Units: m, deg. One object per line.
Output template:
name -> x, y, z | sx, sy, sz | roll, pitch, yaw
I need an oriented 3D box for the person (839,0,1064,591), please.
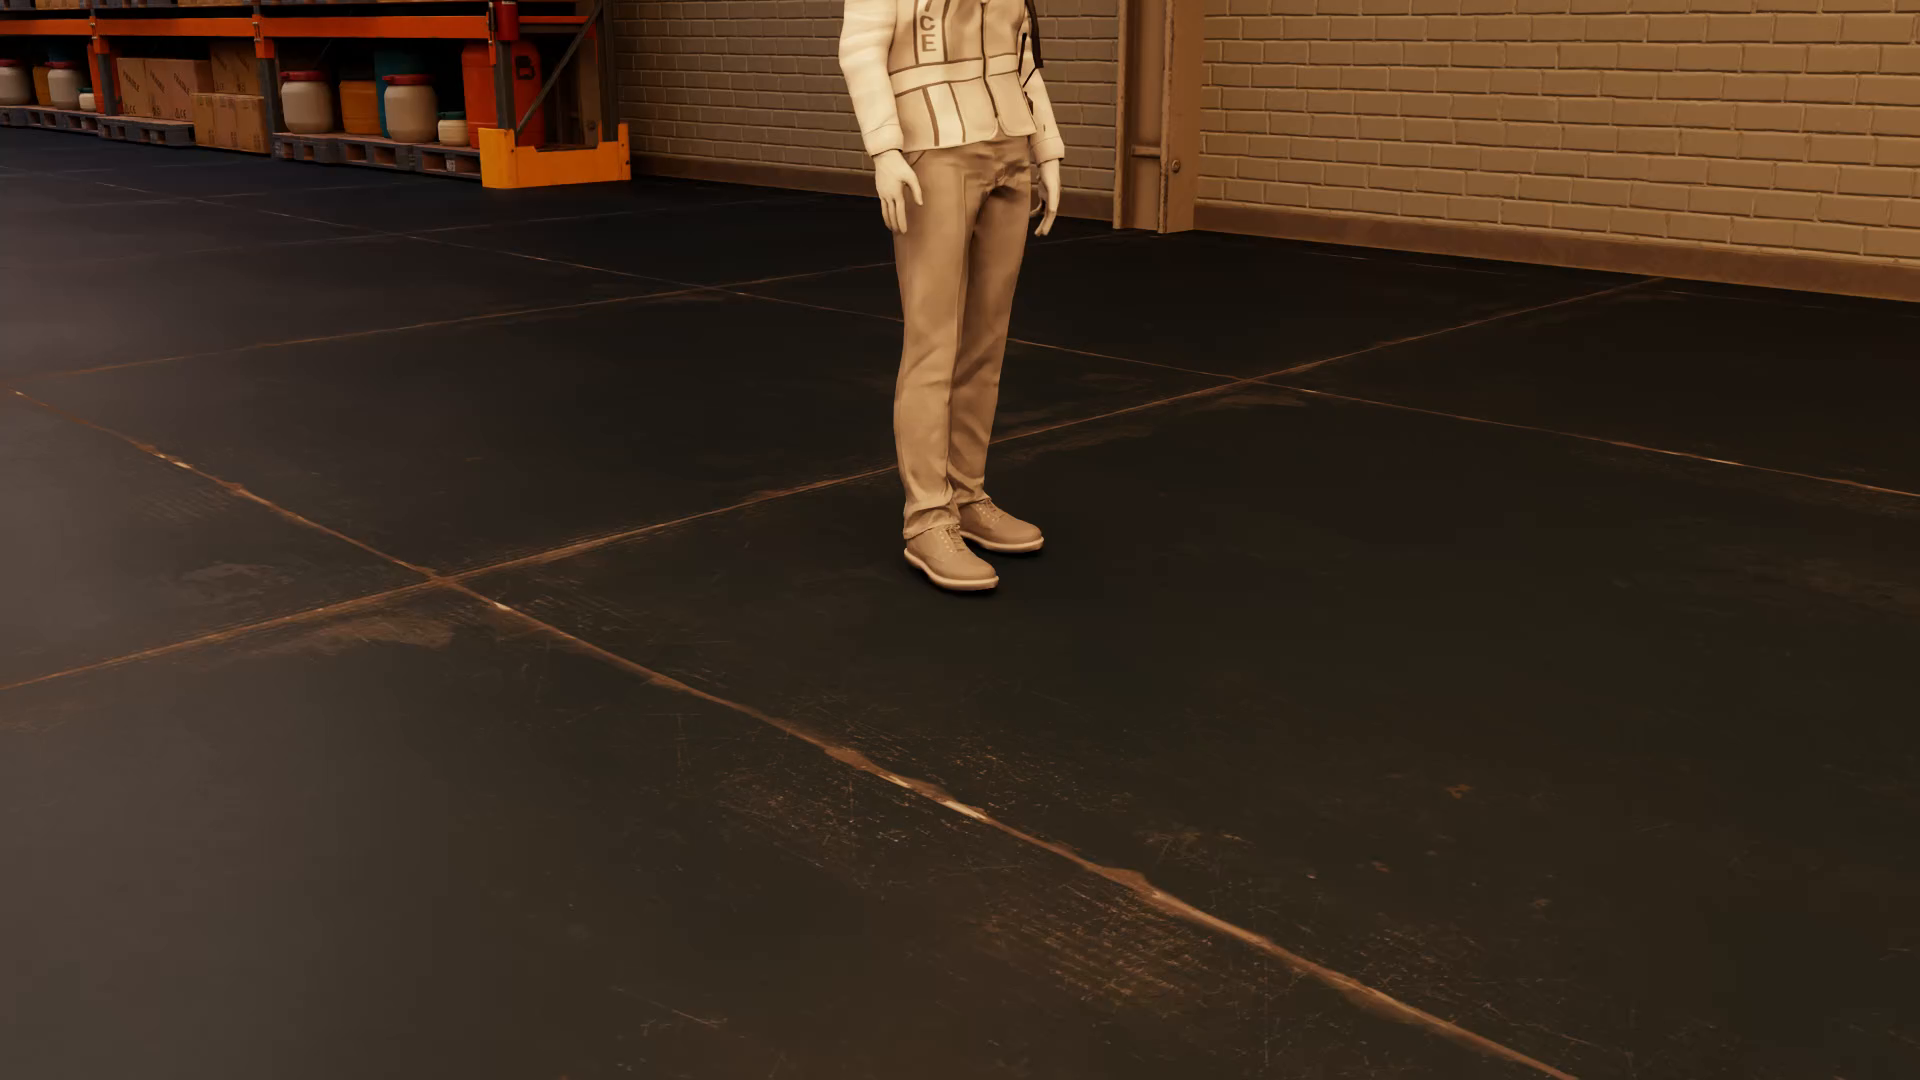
person -> 0.044, -0.801, 3.592 | 0.530, 1.694, 0.586 | 16, 23, 42
